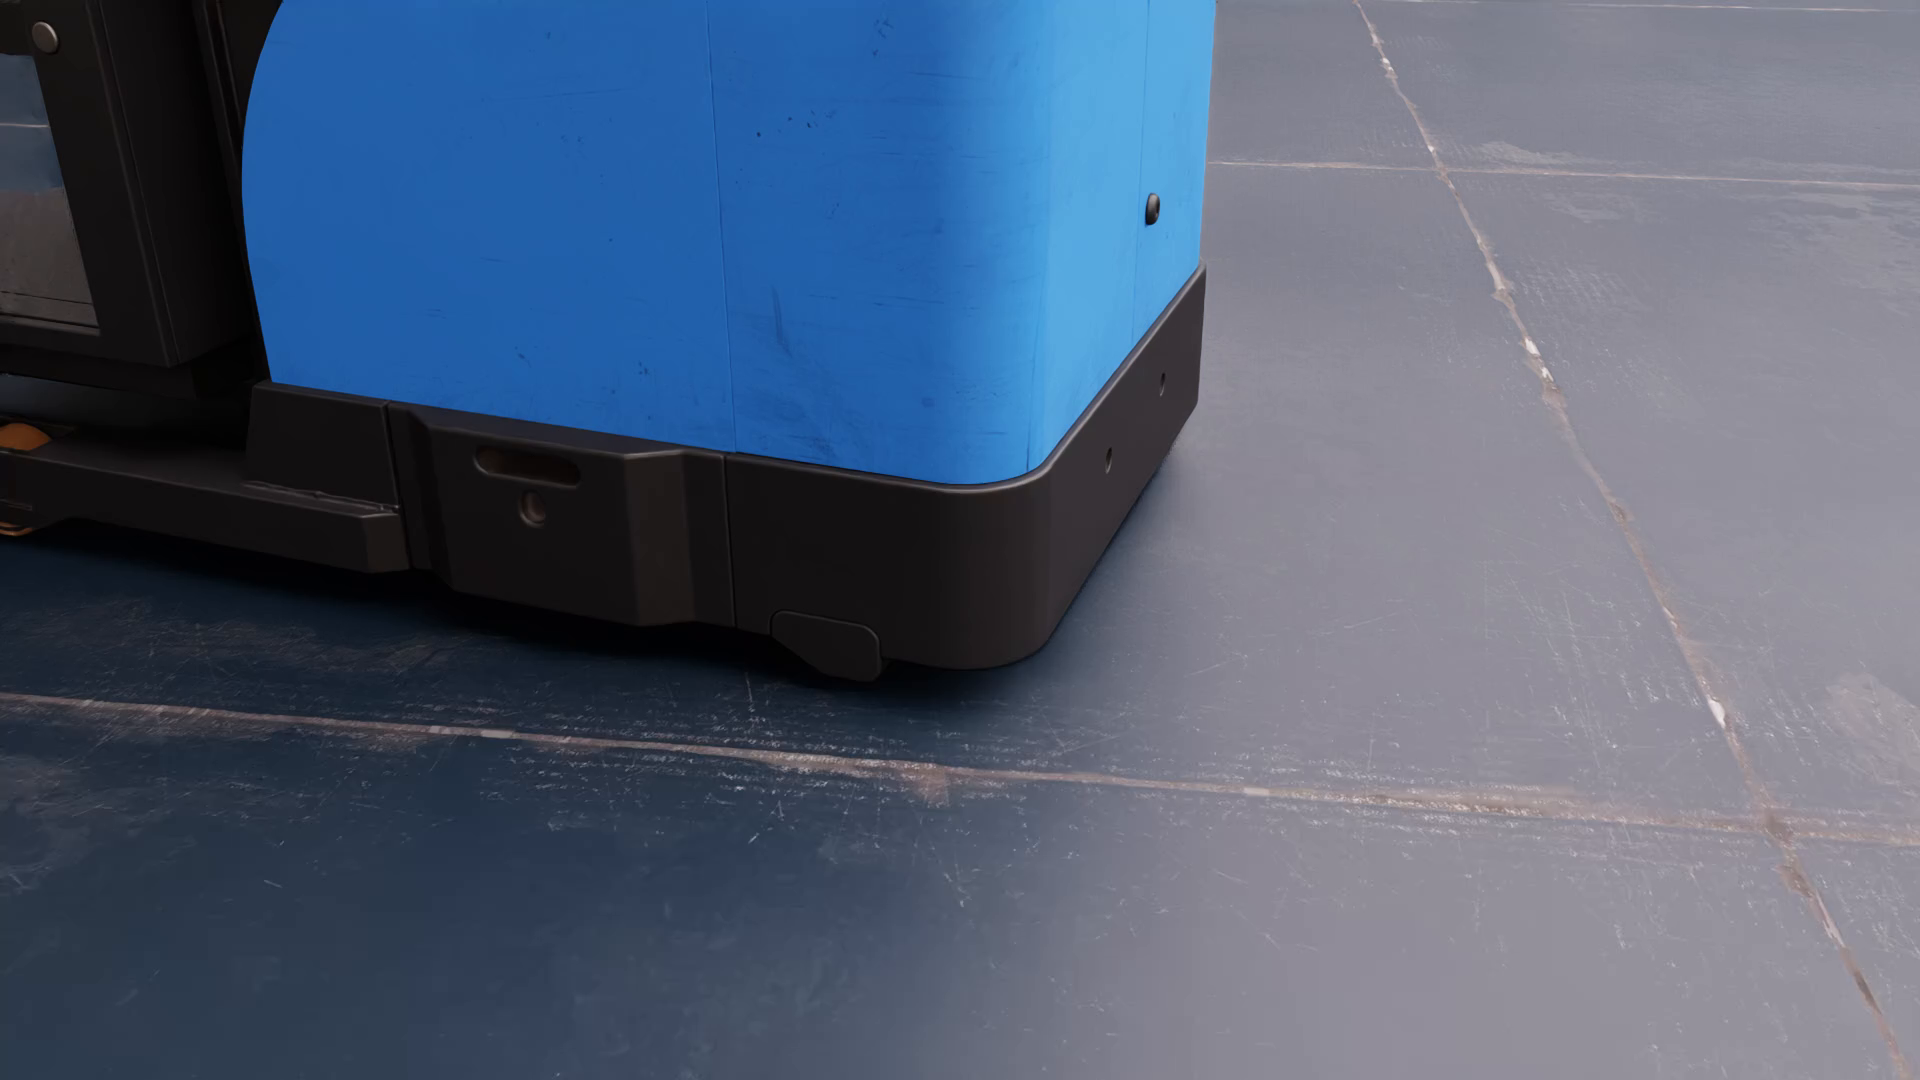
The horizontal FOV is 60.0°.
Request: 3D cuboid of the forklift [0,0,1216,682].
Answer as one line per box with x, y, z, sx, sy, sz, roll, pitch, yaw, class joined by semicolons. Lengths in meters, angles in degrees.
-1.171;-1.527;2.278;3.031;2.935;1.130;9;28;18;forklift
